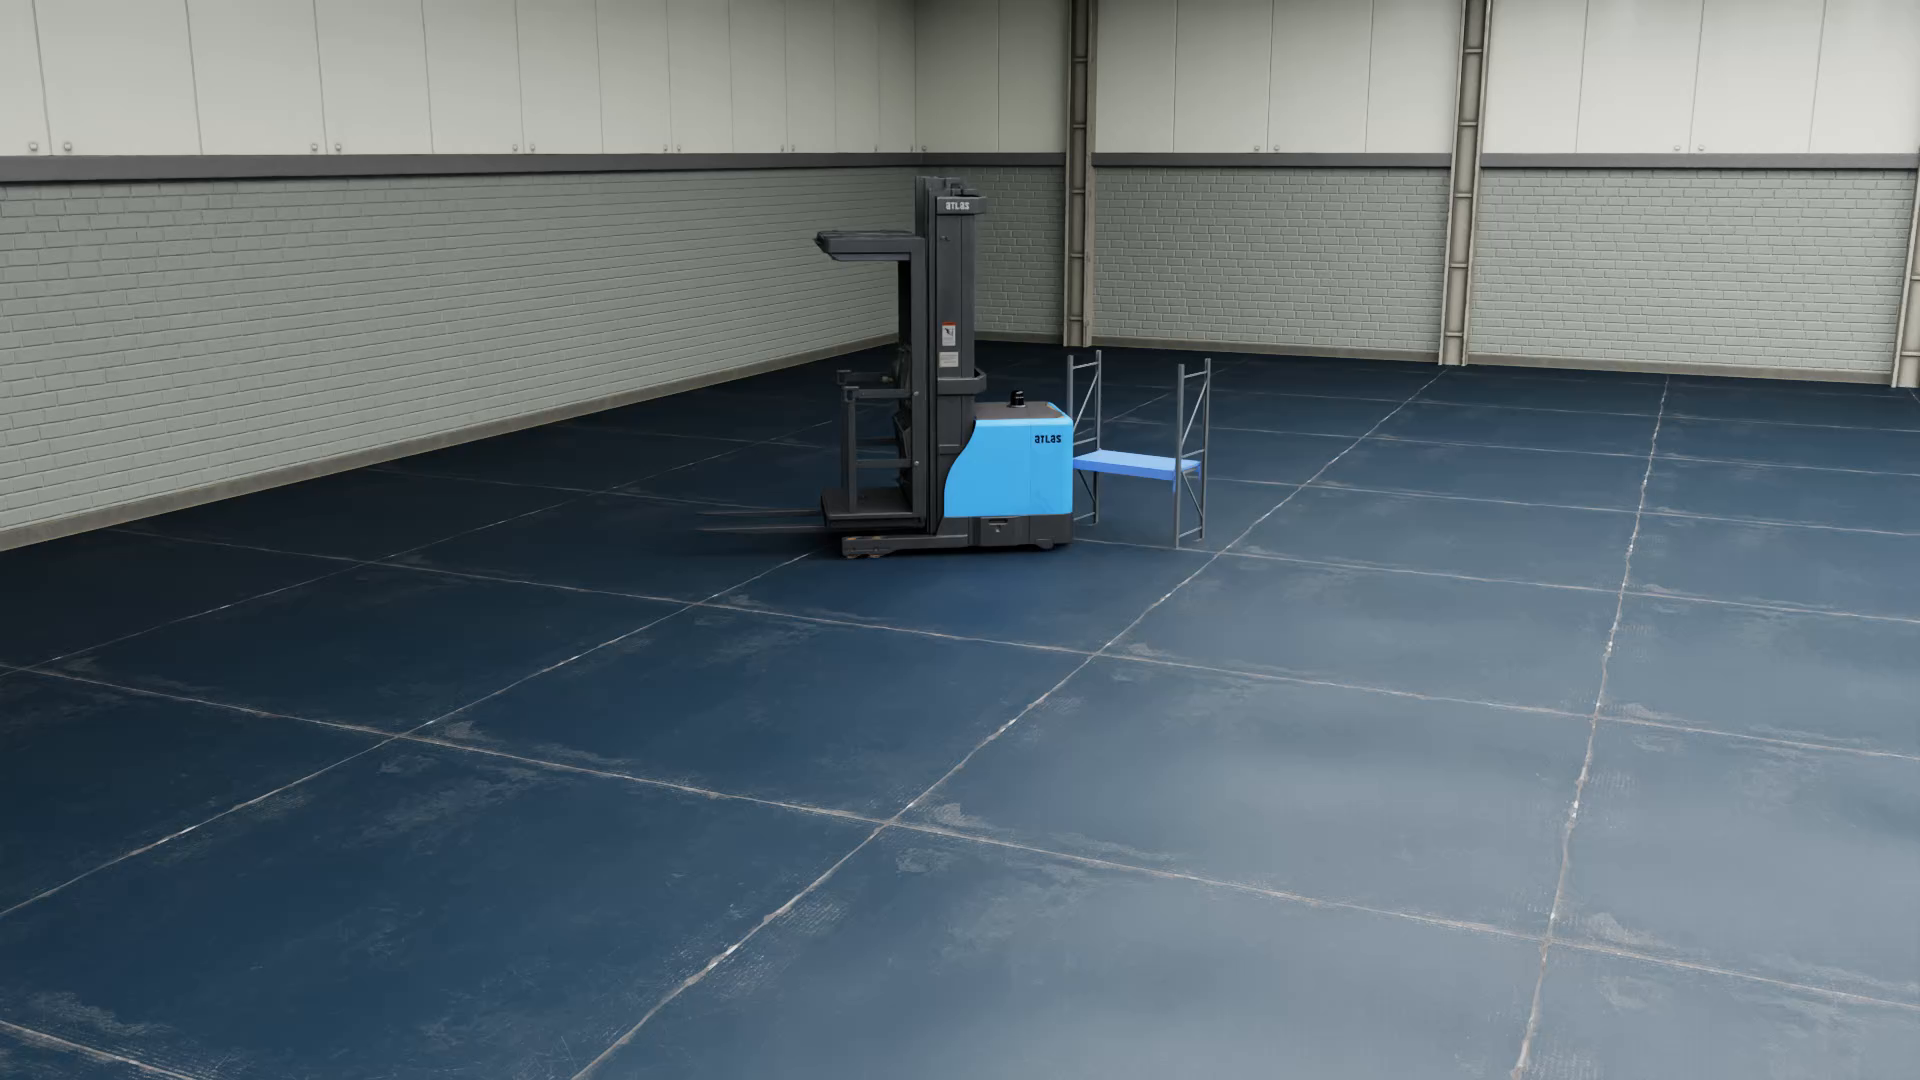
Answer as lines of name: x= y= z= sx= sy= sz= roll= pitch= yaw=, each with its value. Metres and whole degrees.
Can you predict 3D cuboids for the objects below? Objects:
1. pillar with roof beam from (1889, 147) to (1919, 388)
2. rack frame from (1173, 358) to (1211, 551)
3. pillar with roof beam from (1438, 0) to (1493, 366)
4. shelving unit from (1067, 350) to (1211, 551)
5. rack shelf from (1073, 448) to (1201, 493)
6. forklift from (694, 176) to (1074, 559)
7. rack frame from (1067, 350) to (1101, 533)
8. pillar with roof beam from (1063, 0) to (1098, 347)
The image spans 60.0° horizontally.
pillar with roof beam: x=11.166 y=-5.575 z=17.816 sx=0.400 sy=9.000 sz=9.100 roll=6 pitch=14 yaw=23
rack frame: x=1.869 y=-0.690 z=13.414 sx=0.032 sy=1.500 sz=0.500 roll=9 pitch=16 yaw=34
pillar with roof beam: x=5.680 y=-6.130 z=20.182 sx=0.400 sy=9.000 sz=9.100 roll=6 pitch=14 yaw=23
shelving unit: x=1.453 y=-0.757 z=13.697 sx=1.048 sy=1.500 sz=0.538 roll=9 pitch=16 yaw=34
rack shelf: x=1.453 y=-0.582 z=13.738 sx=1.000 sy=0.185 sz=0.538 roll=9 pitch=16 yaw=34
forklift: x=-0.642 y=-1.408 z=13.339 sx=3.031 sy=2.935 sz=1.130 roll=-2 pitch=13 yaw=-7
rack frame: x=1.036 y=-0.823 z=13.981 sx=0.032 sy=1.500 sz=0.500 roll=9 pitch=16 yaw=34
pillar with roof beam: x=0.194 y=-6.686 z=22.548 sx=0.400 sy=9.000 sz=9.100 roll=6 pitch=14 yaw=23
